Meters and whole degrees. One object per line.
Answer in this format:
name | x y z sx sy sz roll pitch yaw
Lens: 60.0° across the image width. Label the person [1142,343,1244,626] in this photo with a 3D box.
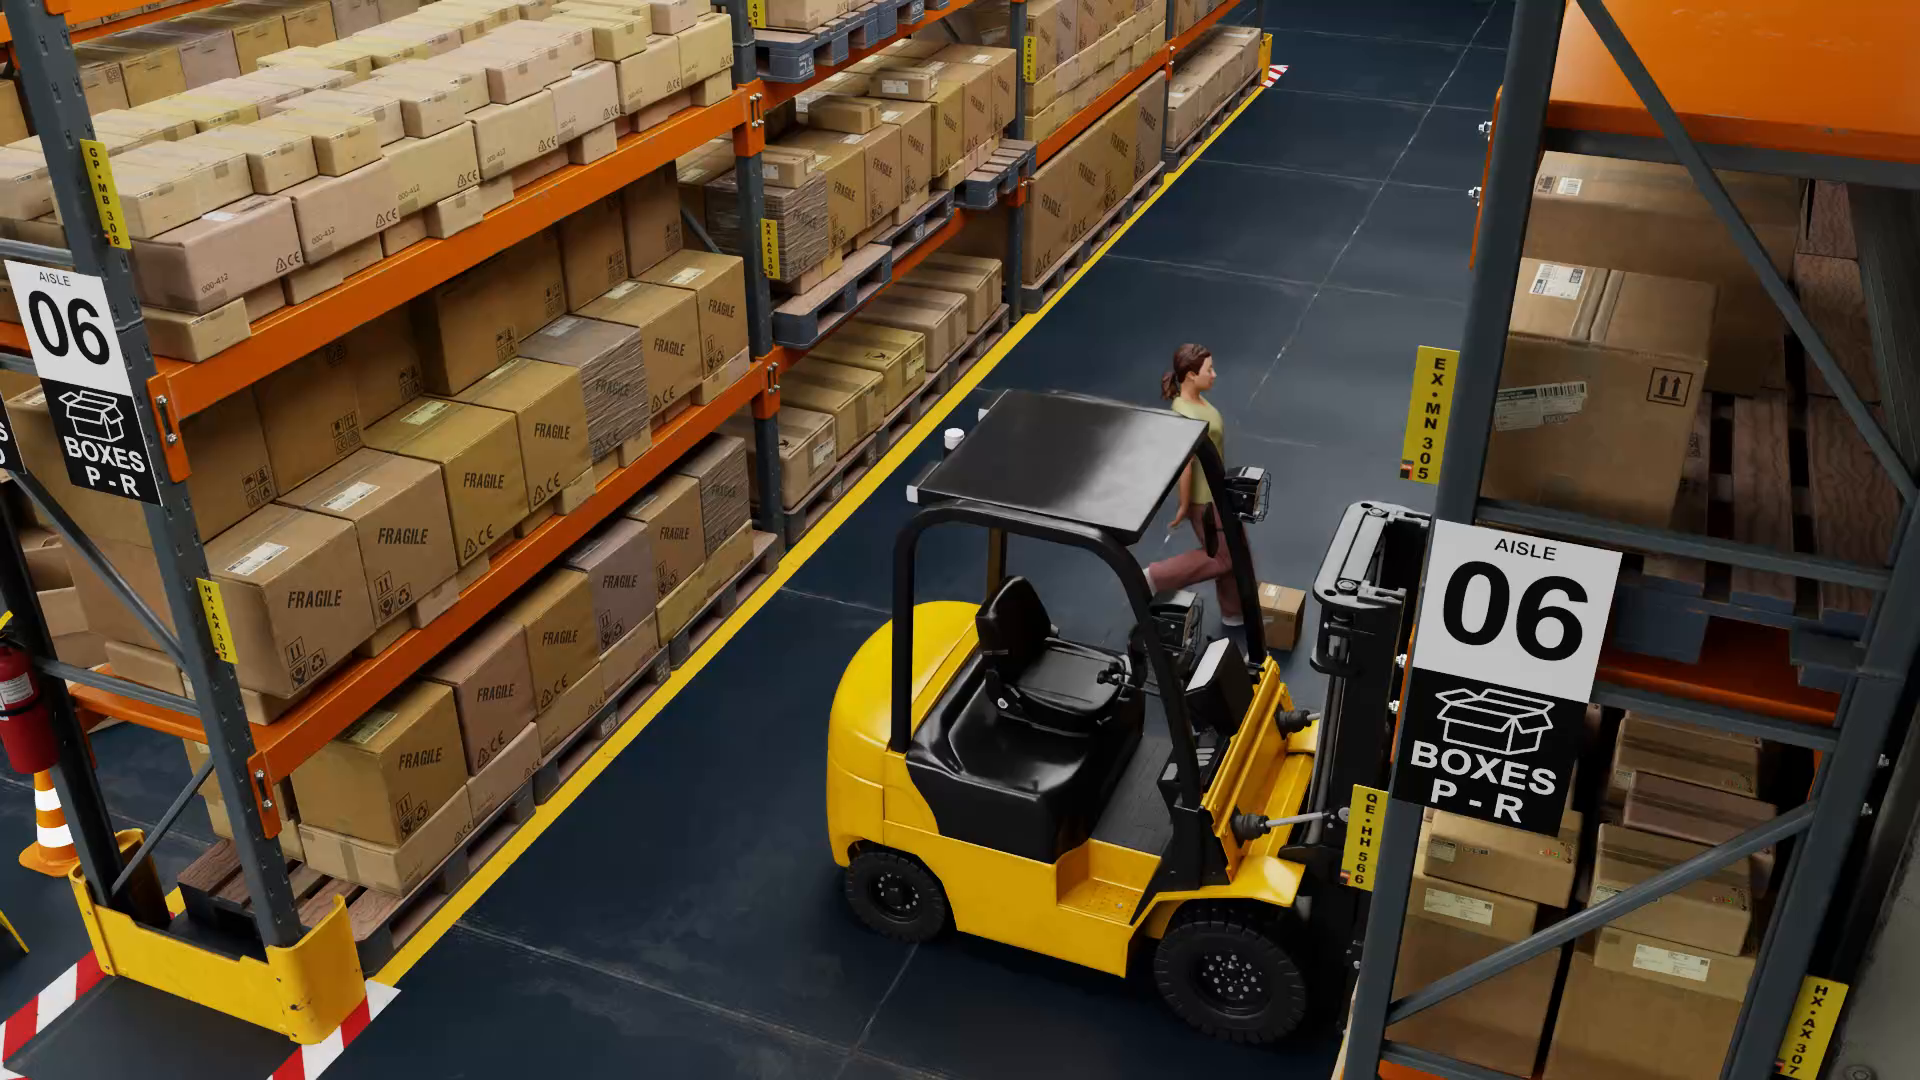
person | 1.380 -0.139 8.939 0.775 1.369 0.490 7 30 12
